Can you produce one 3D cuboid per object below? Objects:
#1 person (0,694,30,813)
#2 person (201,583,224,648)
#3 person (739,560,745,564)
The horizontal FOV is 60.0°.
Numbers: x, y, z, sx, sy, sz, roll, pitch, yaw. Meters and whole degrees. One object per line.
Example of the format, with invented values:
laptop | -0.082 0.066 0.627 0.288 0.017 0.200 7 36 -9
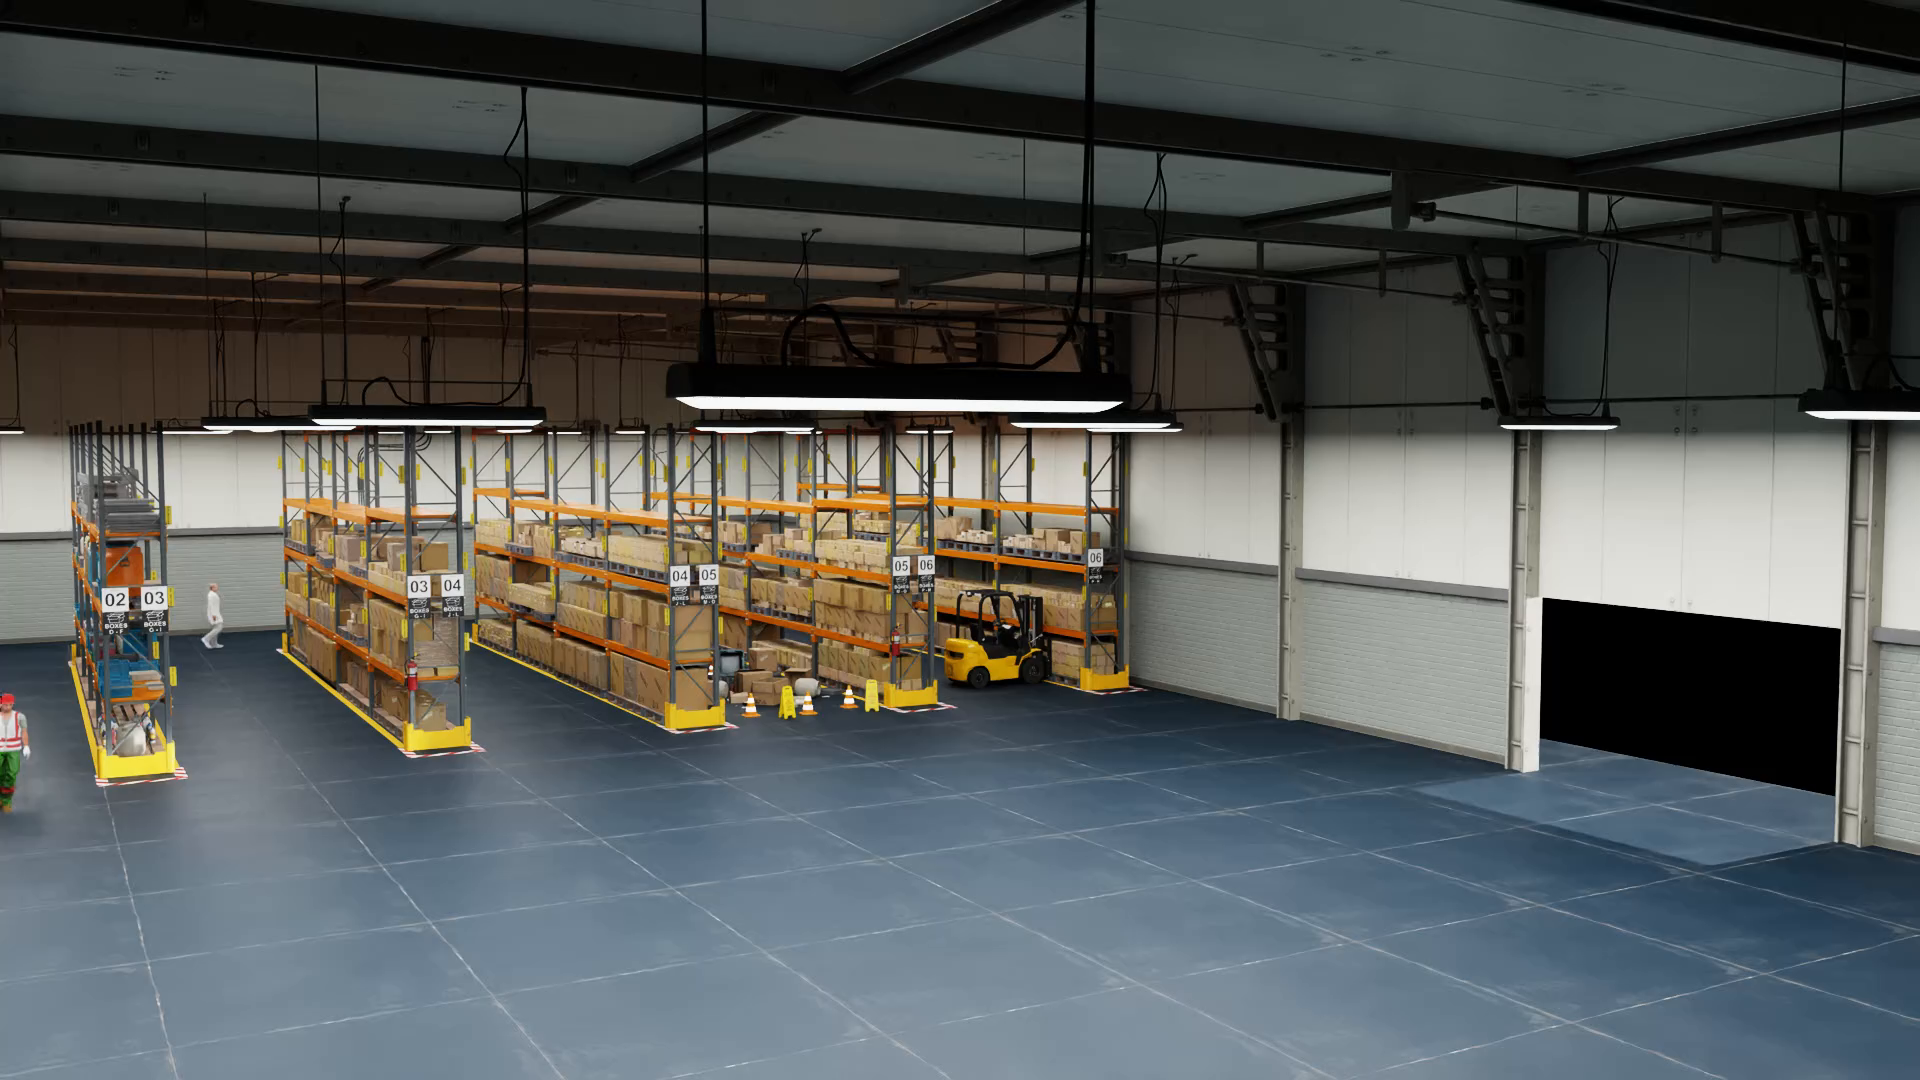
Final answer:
person | -14.664 3.279 25.582 0.616 1.822 0.656 -2 4 -27
person | -20.190 2.042 44.880 0.565 1.777 0.608 -2 4 -28
person | -7.036 1.498 54.339 0.539 1.739 0.881 3 5 44
